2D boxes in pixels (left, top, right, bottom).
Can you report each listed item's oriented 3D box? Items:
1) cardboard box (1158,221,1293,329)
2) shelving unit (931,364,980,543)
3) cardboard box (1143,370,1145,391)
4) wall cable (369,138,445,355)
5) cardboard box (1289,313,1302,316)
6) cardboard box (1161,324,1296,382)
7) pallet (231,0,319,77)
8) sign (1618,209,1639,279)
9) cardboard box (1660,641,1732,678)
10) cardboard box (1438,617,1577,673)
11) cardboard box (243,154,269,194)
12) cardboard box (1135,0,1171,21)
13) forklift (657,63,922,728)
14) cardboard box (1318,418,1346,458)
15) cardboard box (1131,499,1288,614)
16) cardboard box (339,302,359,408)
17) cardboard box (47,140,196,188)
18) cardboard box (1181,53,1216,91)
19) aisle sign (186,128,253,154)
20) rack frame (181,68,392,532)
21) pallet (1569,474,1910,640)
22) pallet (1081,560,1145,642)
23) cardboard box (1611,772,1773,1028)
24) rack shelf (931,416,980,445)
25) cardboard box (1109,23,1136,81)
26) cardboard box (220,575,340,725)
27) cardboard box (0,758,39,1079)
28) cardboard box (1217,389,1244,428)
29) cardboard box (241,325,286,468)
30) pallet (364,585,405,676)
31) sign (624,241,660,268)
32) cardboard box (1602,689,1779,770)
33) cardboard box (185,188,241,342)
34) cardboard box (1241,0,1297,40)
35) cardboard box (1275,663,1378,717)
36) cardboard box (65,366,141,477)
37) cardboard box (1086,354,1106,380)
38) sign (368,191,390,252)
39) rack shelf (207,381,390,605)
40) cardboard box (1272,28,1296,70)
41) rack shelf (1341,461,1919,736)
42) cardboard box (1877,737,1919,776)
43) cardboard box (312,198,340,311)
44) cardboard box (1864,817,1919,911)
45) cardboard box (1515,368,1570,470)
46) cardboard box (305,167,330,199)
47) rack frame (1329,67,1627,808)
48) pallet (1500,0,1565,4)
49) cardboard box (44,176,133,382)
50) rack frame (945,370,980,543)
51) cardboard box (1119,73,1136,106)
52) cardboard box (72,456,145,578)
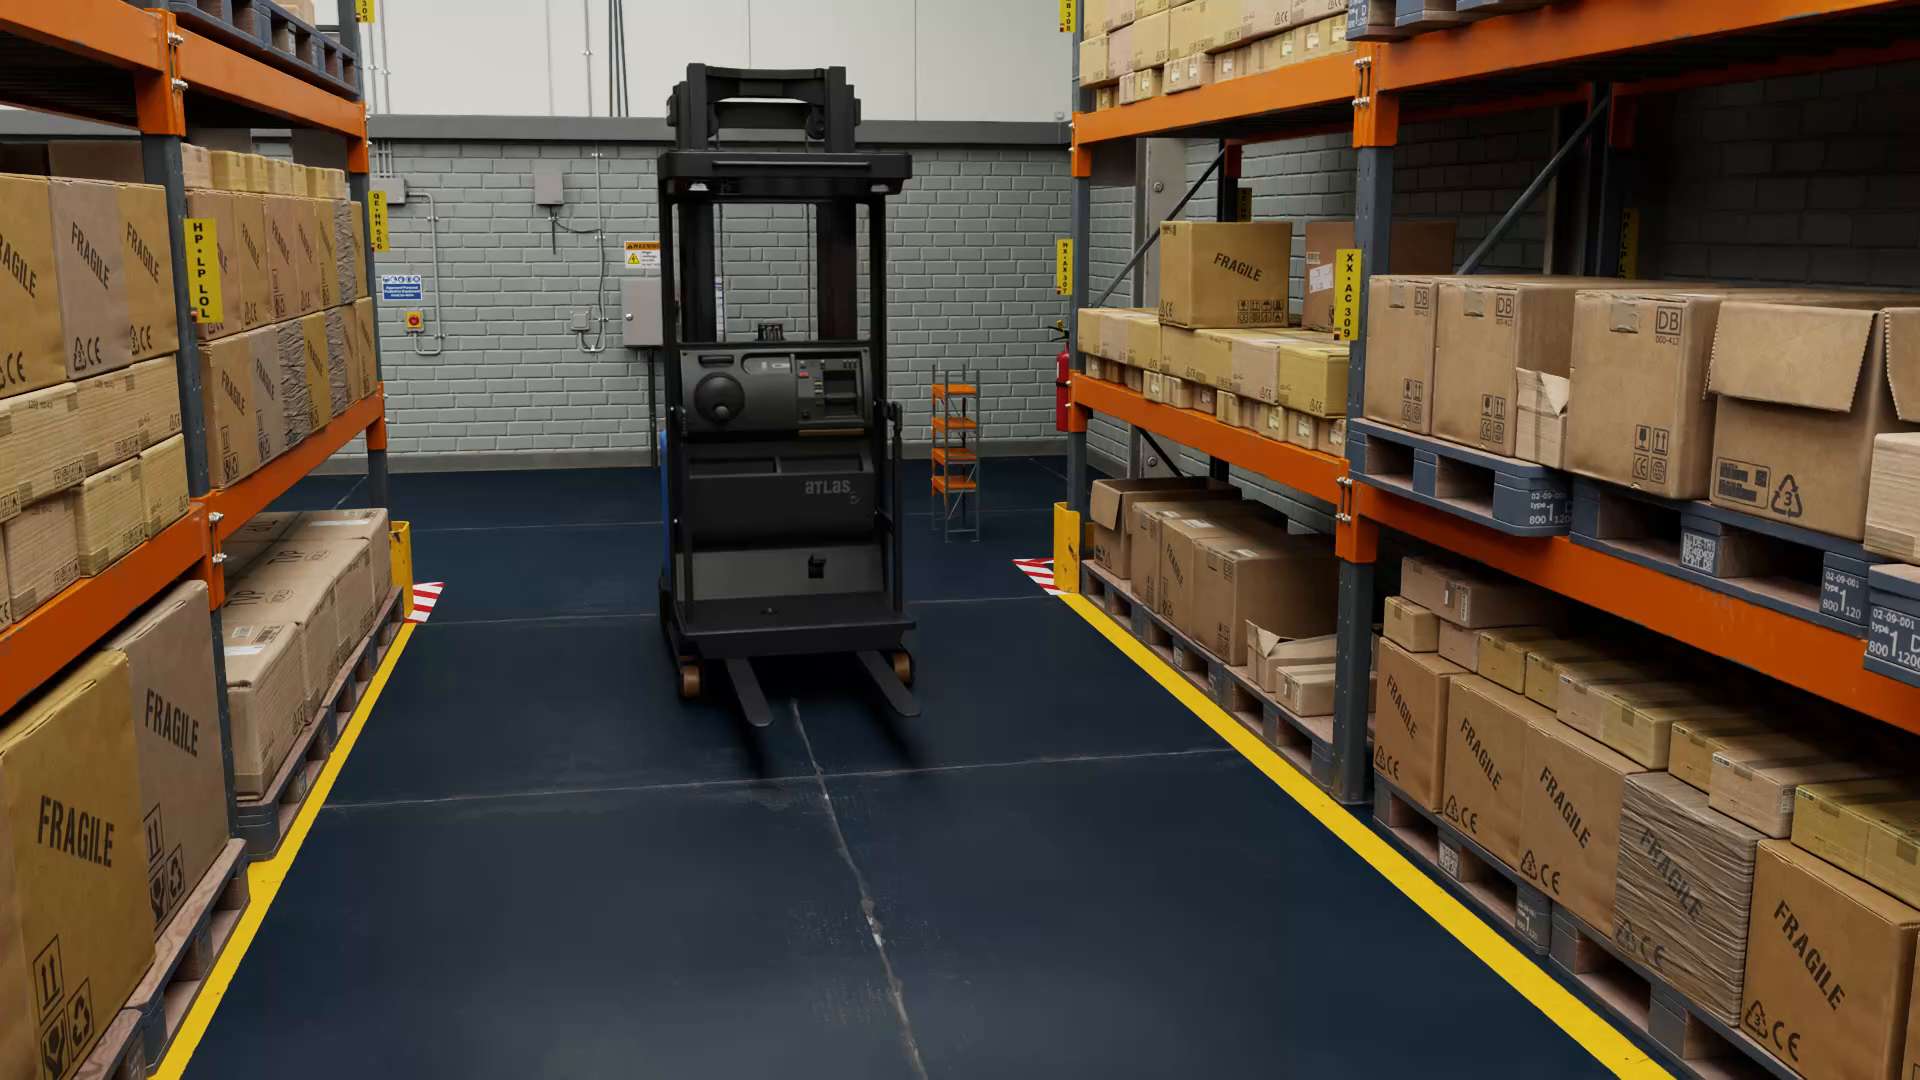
[{"bbox_3d":[1.274,-1.289,8.047,0.500,0.500,0.500,-2,11,-10],"label":"cardboard box"},{"bbox_3d":[-0.032,-0.620,11.744,0.258,1.200,0.503,-2,11,-11],"label":"shelving unit"},{"bbox_3d":[1.179,-0.834,8.726,0.380,0.149,0.250,-2,11,-10],"label":"cardboard box"},{"bbox_3d":[-4.830,-2.583,14.444,0.585,1.953,0.123,-2,11,-11],"label":"wall cable"},{"bbox_3d":[1.607,-1.120,9.162,0.500,0.250,0.500,-2,11,-11],"label":"cardboard box"},{"bbox_3d":[1.302,-0.918,8.100,0.500,0.250,0.500,-2,11,-13],"label":"cardboard box"},{"bbox_3d":[-3.315,-2.105,6.950,1.003,0.211,1.213,-2,11,-11],"label":"pallet"},{"bbox_3d":[2.480,-1.072,6.212,0.100,0.325,0.005,-2,11,-11],"label":"sign"},{"bbox_3d":[2.478,0.416,5.318,0.380,0.149,0.250,-3,11,-14],"label":"cardboard box"},{"bbox_3d":[1.875,0.344,5.696,0.380,0.149,0.250,-2,11,-13],"label":"cardboard box"},{"bbox_3d":[-2.907,-1.417,6.444,0.380,0.149,0.250,-2,11,-13],"label":"cardboard box"},{"bbox_3d":[1.190,-2.732,8.273,0.500,0.250,0.500,-2,11,-12],"label":"cardboard box"},{"bbox_3d":[-0.840,-0.770,7.901,1.130,2.935,3.031,-3,11,-13],"label":"forklift"},{"bbox_3d":[1.626,-0.409,6.493,0.380,0.149,0.250,-2,11,-10],"label":"cardboard box"},{"bbox_3d":[1.312,0.079,8.821,0.700,0.500,0.500,-2,11,-9],"label":"cardboard box"},{"bbox_3d":[-3.274,-0.913,8.203,0.500,0.500,0.500,-2,11,-12],"label":"cardboard box"},{"bbox_3d":[-2.739,-1.228,5.449,0.380,0.149,0.250,-2,11,-12],"label":"cardboard box"},{"bbox_3d":[1.248,-2.169,7.722,0.380,0.149,0.250,-2,11,-10],"label":"cardboard box"},{"bbox_3d":[-4.009,-2.315,8.884,0.394,0.787,0.004,-2,11,-11],"label":"aisle sign"},{"bbox_3d":[-3.710,-1.035,9.113,1.000,3.000,0.127,-2,11,-11],"label":"rack frame"},{"bbox_3d":[2.331,-0.011,4.247,1.003,0.211,1.213,-2,11,-11],"label":"pallet"},{"bbox_3d":[1.329,0.314,9.485,1.003,0.211,1.213,-2,11,-11],"label":"pallet"},{"bbox_3d":[2.110,0.920,4.402,0.500,0.500,0.500,-3,11,-13],"label":"cardboard box"},{"bbox_3d":[-0.032,-0.773,11.715,0.258,0.148,0.480,-2,11,-11],"label":"rack shelf"},{"bbox_3d":[1.095,-2.579,8.805,0.500,0.250,0.500,-2,11,-10],"label":"cardboard box"},{"bbox_3d":[-3.124,0.468,6.947,0.875,0.438,0.875,-2,11,-13],"label":"cardboard box"},{"bbox_3d":[-2.376,0.976,3.105,0.875,0.875,0.875,-2,11,-10],"label":"cardboard box"},{"bbox_3d":[1.378,-0.597,7.484,0.380,0.149,0.250,-2,11,-12],"label":"cardboard box"},{"bbox_3d":[-2.860,-0.539,6.237,0.500,0.500,0.500,-2,11,-11],"label":"cardboard box"},{"bbox_3d":[-3.478,0.478,8.618,1.003,0.211,1.213,-2,11,-11],"label":"pallet"},{"bbox_3d":[-2.835,-2.560,14.915,0.339,0.242,0.001,-2,11,-11],"label":"sign"},{"bbox_3d":[2.060,0.533,4.702,0.380,0.149,0.250,-2,11,-9],"label":"cardboard box"},{"bbox_3d":[-2.787,-0.938,5.661,0.500,0.500,0.500,-2,11,-11],"label":"cardboard box"},{"bbox_3d":[1.485,-2.203,6.832,0.500,0.250,0.500,-3,11,-13],"label":"cardboard box"},{"bbox_3d":[1.540,0.620,6.919,0.380,0.149,0.250,-2,11,-13],"label":"cardboard box"},{"bbox_3d":[-2.503,-0.310,4.367,0.500,0.250,0.500,-2,11,-10],"label":"cardboard box"},{"bbox_3d":[0.953,-1.023,9.719,0.380,0.149,0.250,-2,11,-11],"label":"cardboard box"},{"bbox_3d":[-3.175,-1.738,9.073,0.100,0.325,0.005,-2,11,-11],"label":"sign"},{"bbox_3d":[-3.321,-0.315,7.253,1.077,0.370,4.000,-2,11,-11],"label":"rack shelf"},{"bbox_3d":[1.488,-1.983,6.741,0.380,0.149,0.250,-2,11,-9],"label":"cardboard box"},{"bbox_3d":[2.325,0.237,4.351,1.077,0.370,4.000,-2,11,-11],"label":"rack shelf"},{"bbox_3d":[2.614,0.612,4.288,0.380,0.149,0.250,-2,11,-11],"label":"cardboard box"},{"bbox_3d":[-3.159,-1.310,7.616,0.500,0.500,0.500,-2,11,-11],"label":"cardboard box"},{"bbox_3d":[2.271,0.724,3.700,0.380,0.149,0.250,-2,11,-9],"label":"cardboard box"},{"bbox_3d":[1.830,-0.354,4.772,0.396,0.266,0.258,-2,11,-8],"label":"cardboard box"},{"bbox_3d":[-3.230,-1.698,7.919,0.380,0.149,0.250,-2,11,-10],"label":"cardboard box"},{"bbox_3d":[1.936,-0.483,6.211,1.000,3.000,0.127,-2,11,-11],"label":"rack frame"},{"bbox_3d":[2.199,-1.552,4.307,1.213,0.211,1.003,-2,11,-11],"label":"pallet"},{"bbox_3d":[-2.491,-0.674,4.276,0.500,0.500,0.500,-2,11,-10],"label":"cardboard box"},{"bbox_3d":[0.015,-0.575,11.509,0.240,1.200,0.015,-2,11,-11],"label":"rack frame"},{"bbox_3d":[1.049,-2.355,8.699,0.380,0.149,0.250,-2,11,-10],"label":"cardboard box"},{"bbox_3d":[-2.500,-0.061,4.398,0.500,0.250,0.500,-2,11,-12],"label":"cardboard box"}]
